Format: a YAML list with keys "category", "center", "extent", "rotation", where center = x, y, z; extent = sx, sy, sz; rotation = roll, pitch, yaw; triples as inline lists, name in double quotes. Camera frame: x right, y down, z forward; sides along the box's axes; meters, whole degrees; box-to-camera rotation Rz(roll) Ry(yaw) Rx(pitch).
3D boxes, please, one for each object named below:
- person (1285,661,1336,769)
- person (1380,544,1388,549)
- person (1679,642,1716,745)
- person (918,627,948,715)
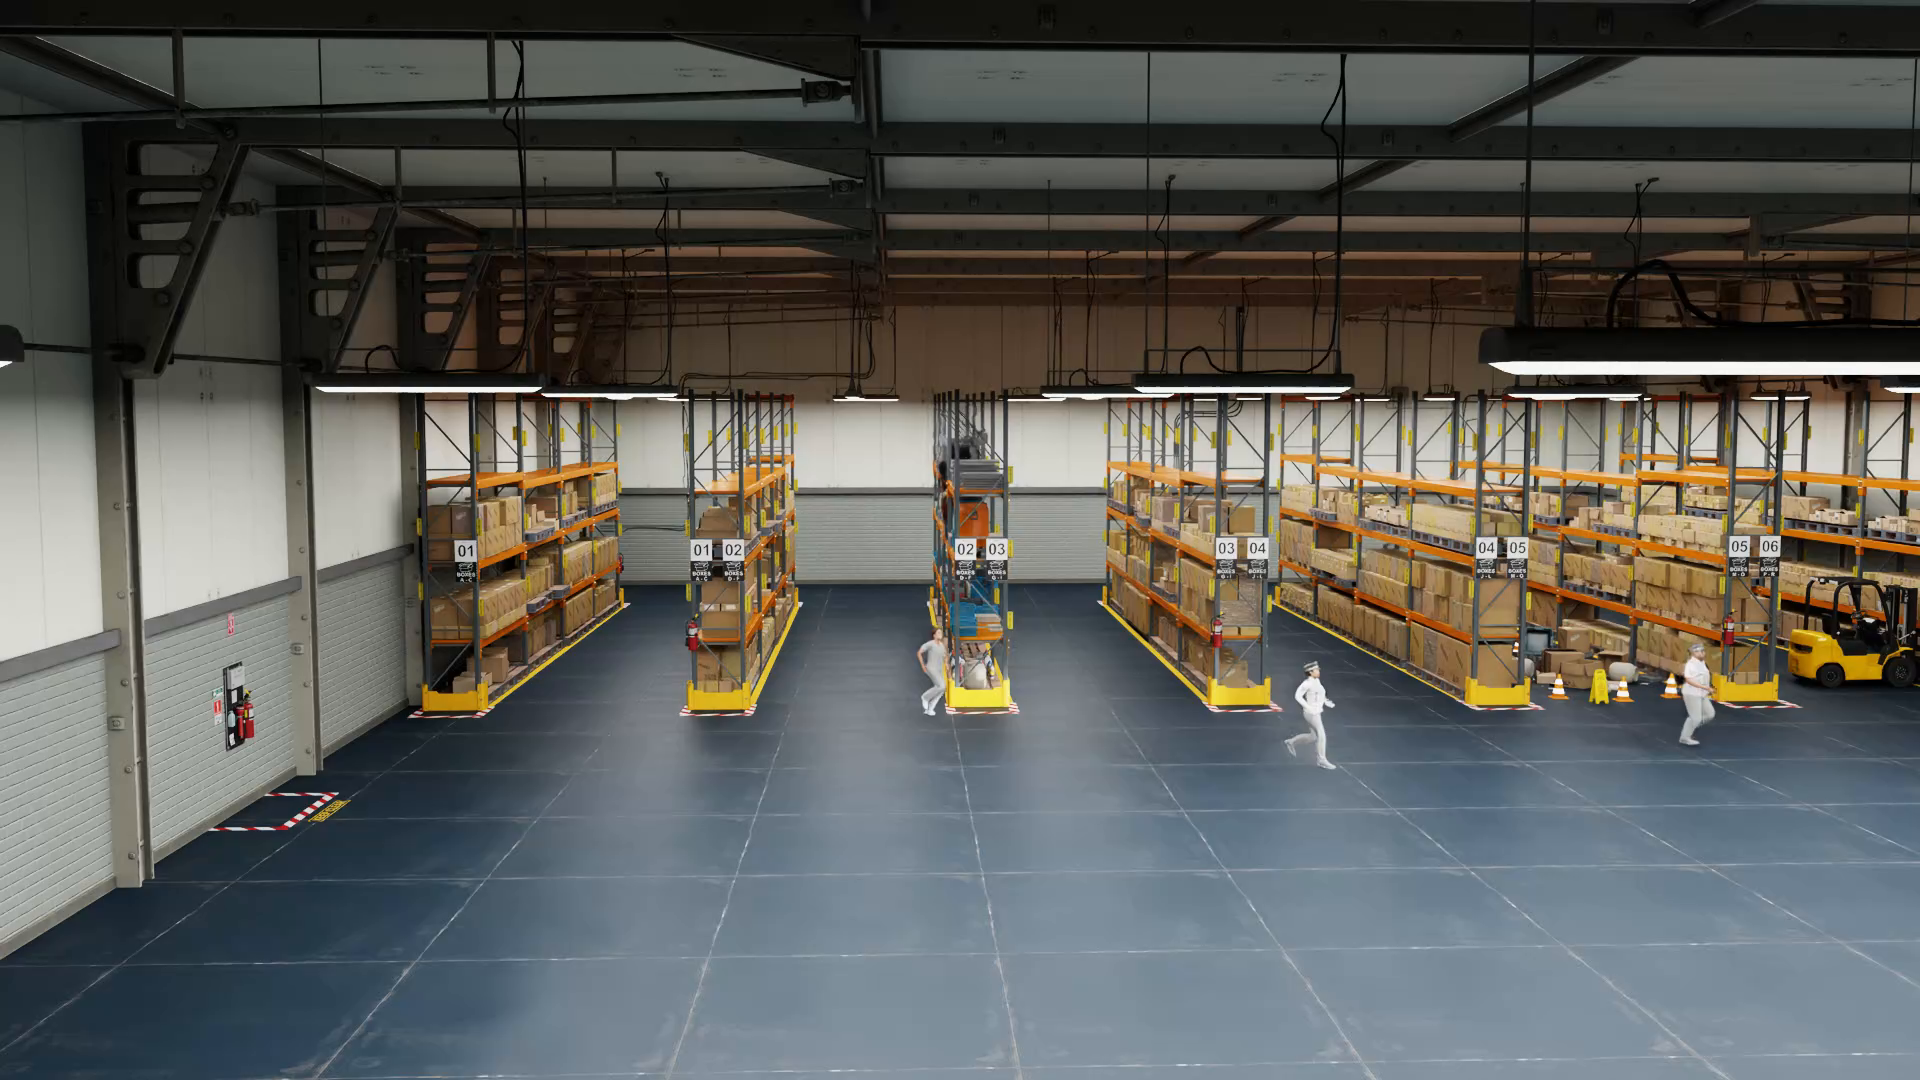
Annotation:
- category: "person"
  center: [5.544, 2.751, 26.313]
  extent: [0.832, 1.696, 0.618]
  rotation: [3, 5, 29]
- category: "person"
  center: [12.569, 0.951, 49.241]
  extent: [0.546, 1.514, 0.591]
  rotation: [0, 5, -6]
- category: "person"
  center: [12.393, 2.571, 27.854]
  extent: [0.706, 1.735, 0.608]
  rotation: [-4, 6, -44]
- category: "person"
  center: [-0.414, 2.419, 30.702]
  extent: [0.515, 1.603, 0.609]
  rotation: [4, 6, 39]
